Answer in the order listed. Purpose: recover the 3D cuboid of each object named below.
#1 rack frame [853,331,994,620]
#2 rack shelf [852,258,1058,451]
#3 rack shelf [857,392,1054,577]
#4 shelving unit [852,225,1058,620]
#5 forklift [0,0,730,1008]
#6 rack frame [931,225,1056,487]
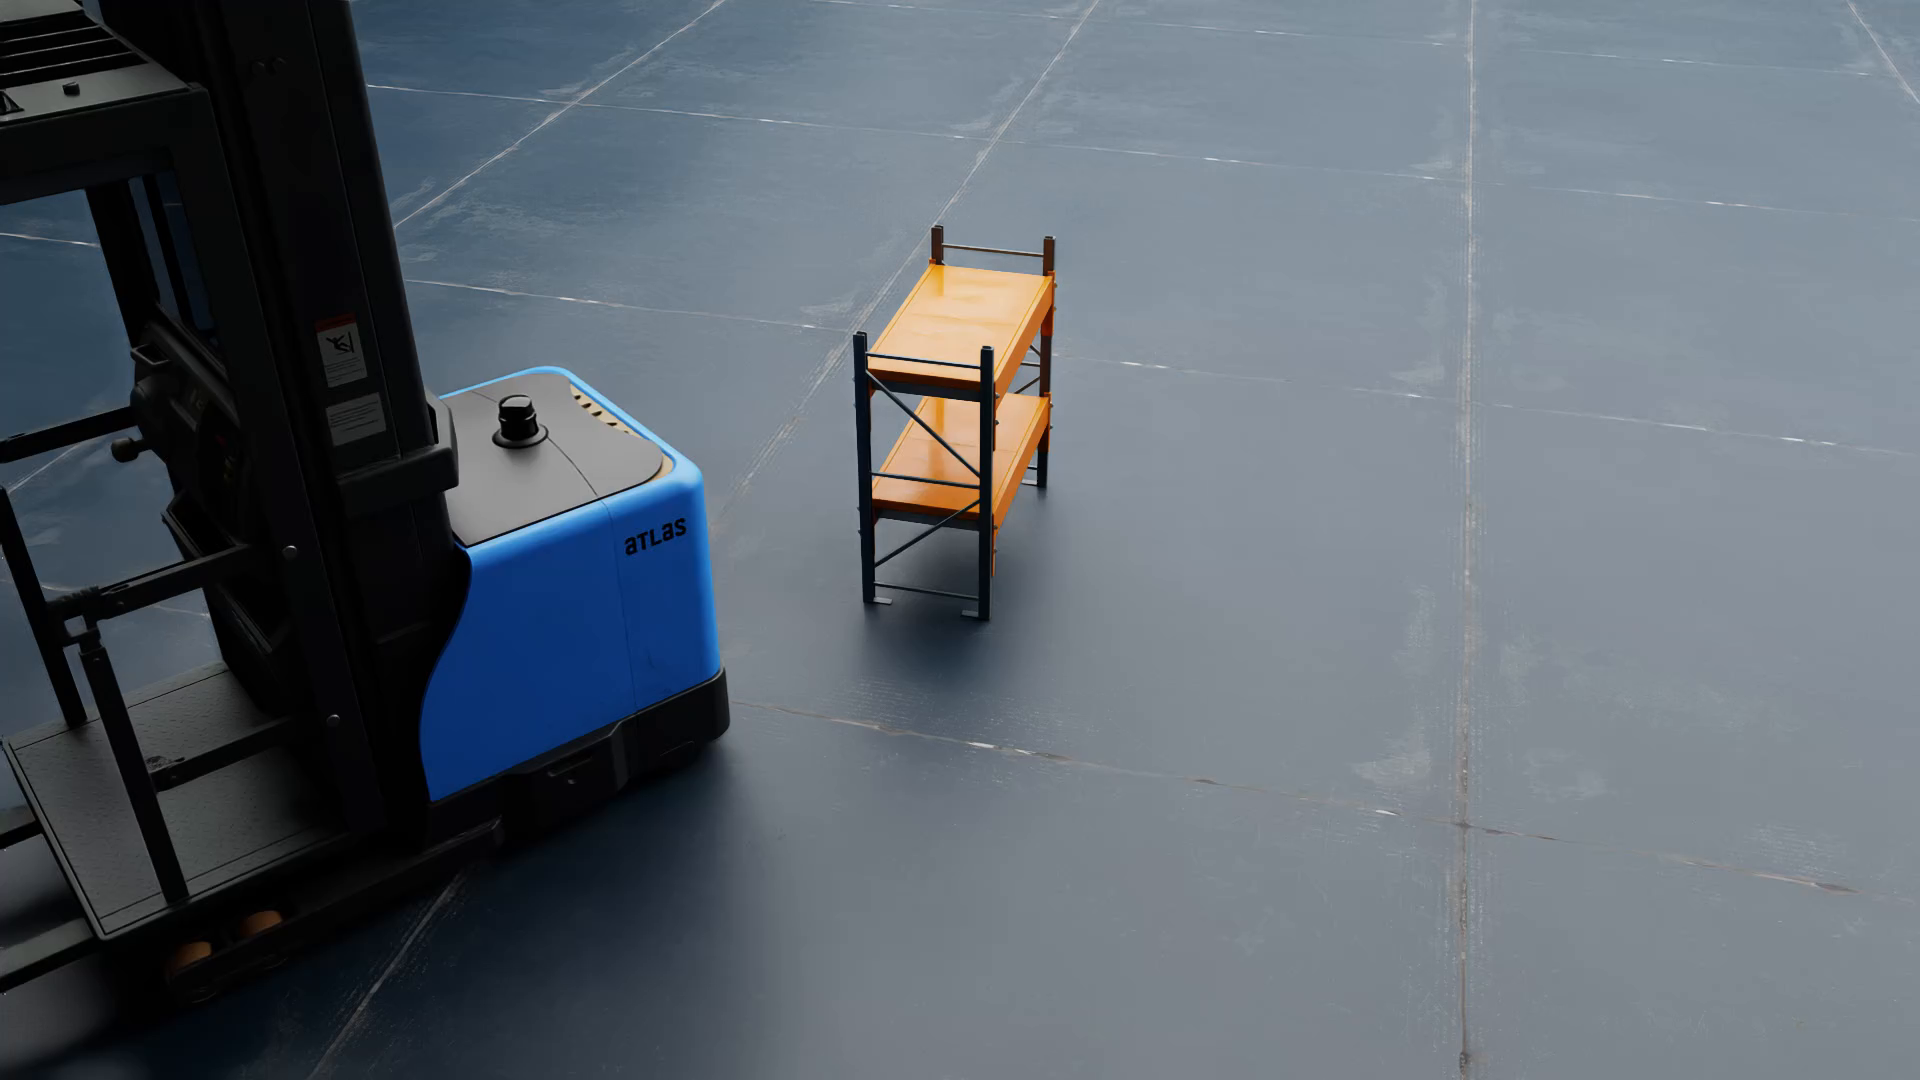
[{"bbox_3d":[-0.127,-0.214,6.039,0.500,1.125,0.032,8,33,12],"label":"rack frame"},{"bbox_3d":[0.002,-0.725,6.297,0.538,0.278,1.000,8,33,12],"label":"rack shelf"},{"bbox_3d":[0.002,-0.272,6.585,0.538,0.278,1.000,8,33,12],"label":"rack shelf"},{"bbox_3d":[0.002,-0.478,6.454,0.538,1.125,1.048,8,33,12],"label":"shelving unit"},{"bbox_3d":[-2.244,-0.254,4.417,3.031,2.935,1.130,-23,39,-32],"label":"forklift"},{"bbox_3d":[0.131,-0.742,6.869,0.500,1.125,0.032,8,33,12],"label":"rack frame"}]
